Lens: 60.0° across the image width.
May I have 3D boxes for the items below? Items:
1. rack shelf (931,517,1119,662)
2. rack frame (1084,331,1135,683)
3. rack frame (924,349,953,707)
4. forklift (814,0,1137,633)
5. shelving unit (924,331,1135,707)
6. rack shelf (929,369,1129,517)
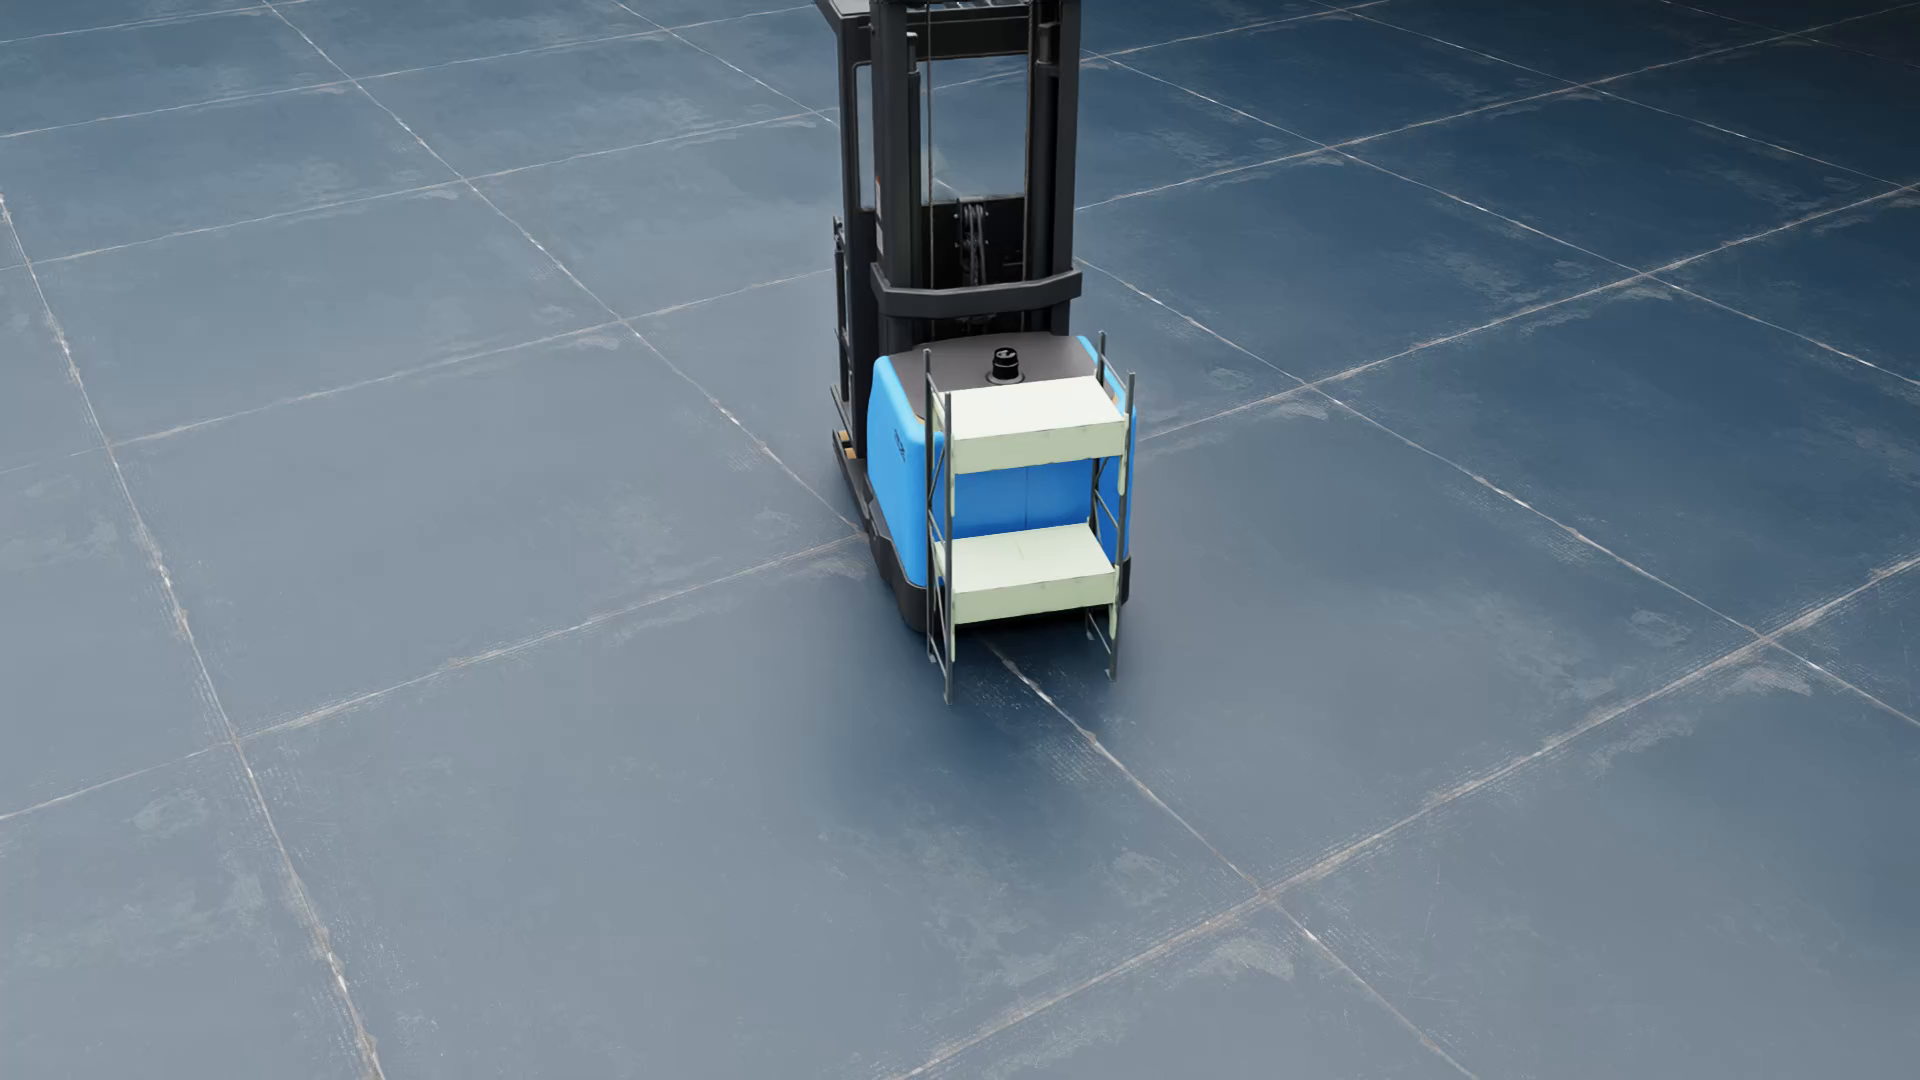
[{"bbox_3d":[0.268,0.205,7.130,0.720,0.370,0.431,-7,33,-11],"label":"rack shelf"},{"bbox_3d":[0.624,-0.116,7.028,0.023,1.500,0.400,-7,33,-11],"label":"rack frame"},{"bbox_3d":[-0.088,-0.025,6.884,0.023,1.500,0.400,-7,33,-11],"label":"rack frame"},{"bbox_3d":[-0.060,-1.600,8.039,1.130,2.935,3.031,-7,33,-11],"label":"forklift"},{"bbox_3d":[0.268,-0.070,6.956,0.755,1.500,0.431,-7,33,-11],"label":"shelving unit"},{"bbox_3d":[0.268,-0.400,6.748,0.720,0.370,0.431,-7,33,-11],"label":"rack shelf"}]
